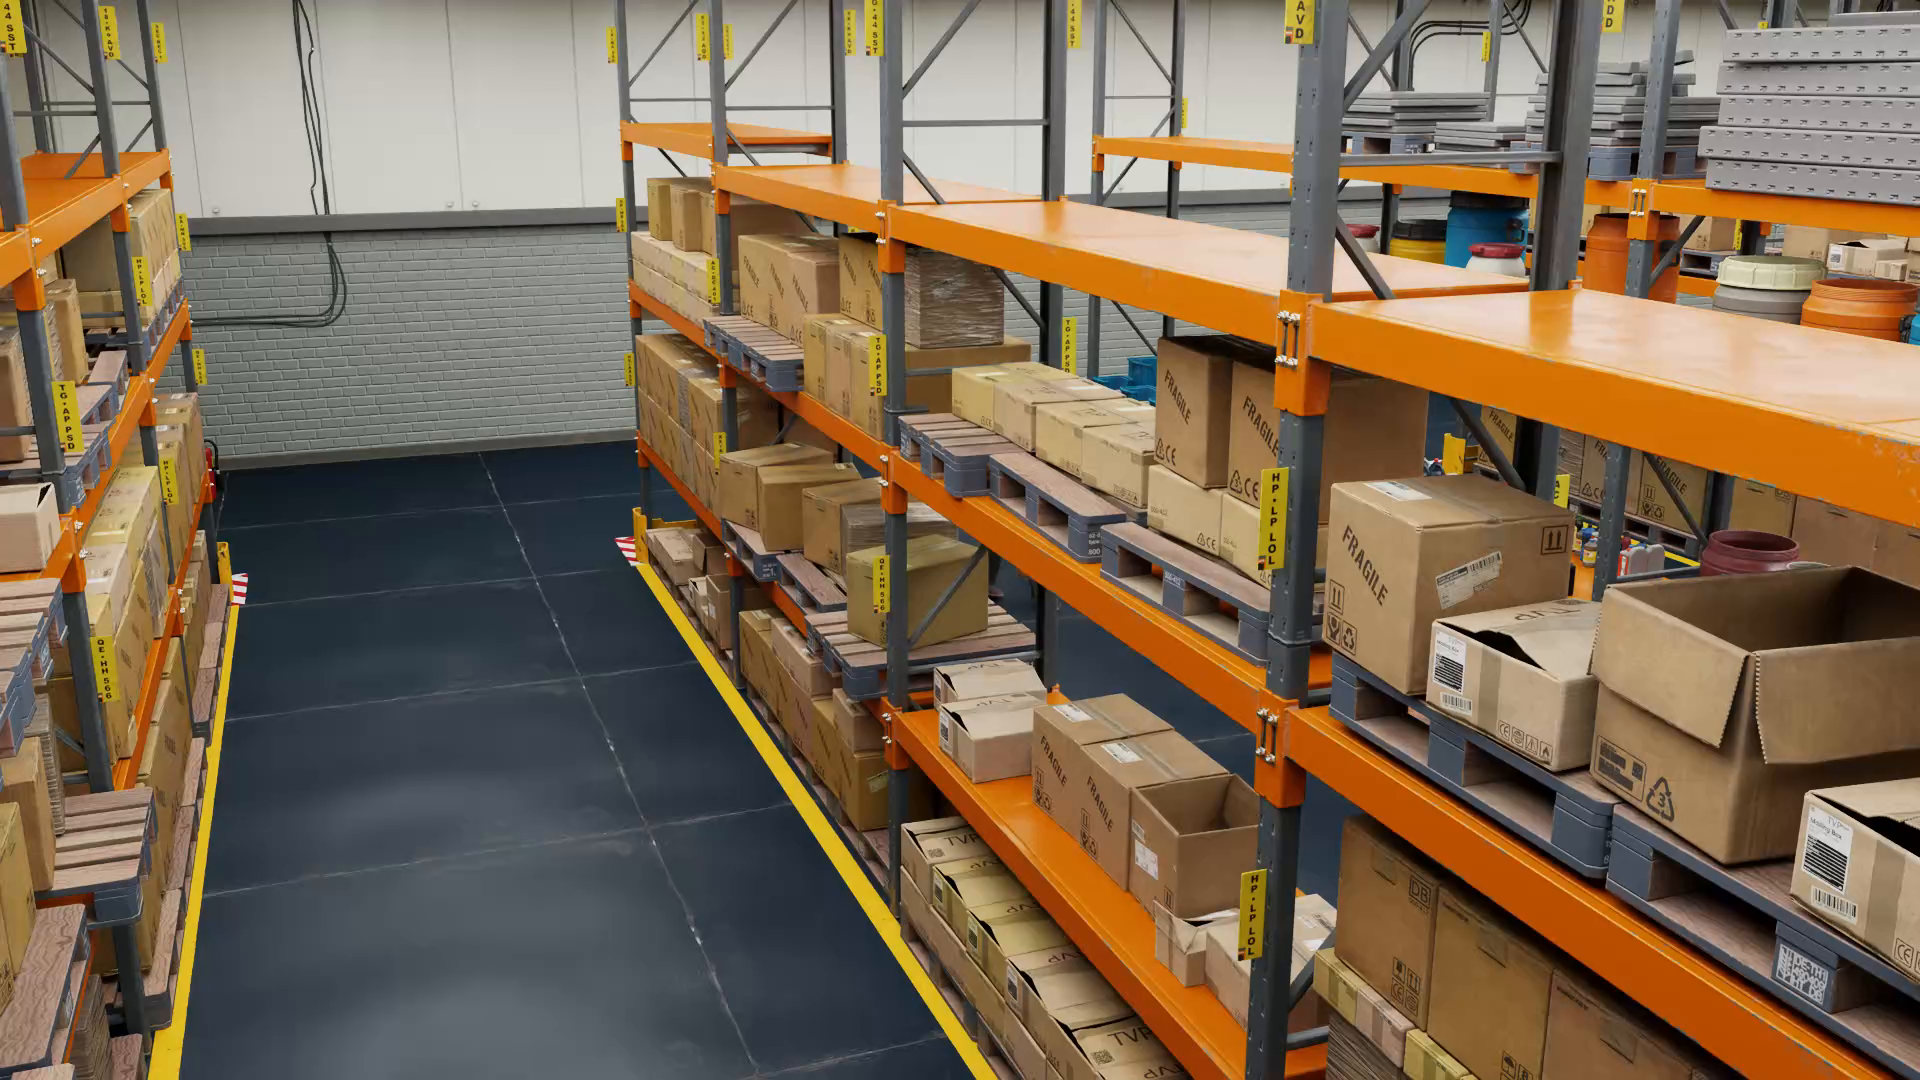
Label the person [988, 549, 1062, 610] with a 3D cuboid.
[{"bbox_3d":[0.515,-0.199,15.214,0.443,1.608,0.906,-11,19,-34],"label":"person"}]
